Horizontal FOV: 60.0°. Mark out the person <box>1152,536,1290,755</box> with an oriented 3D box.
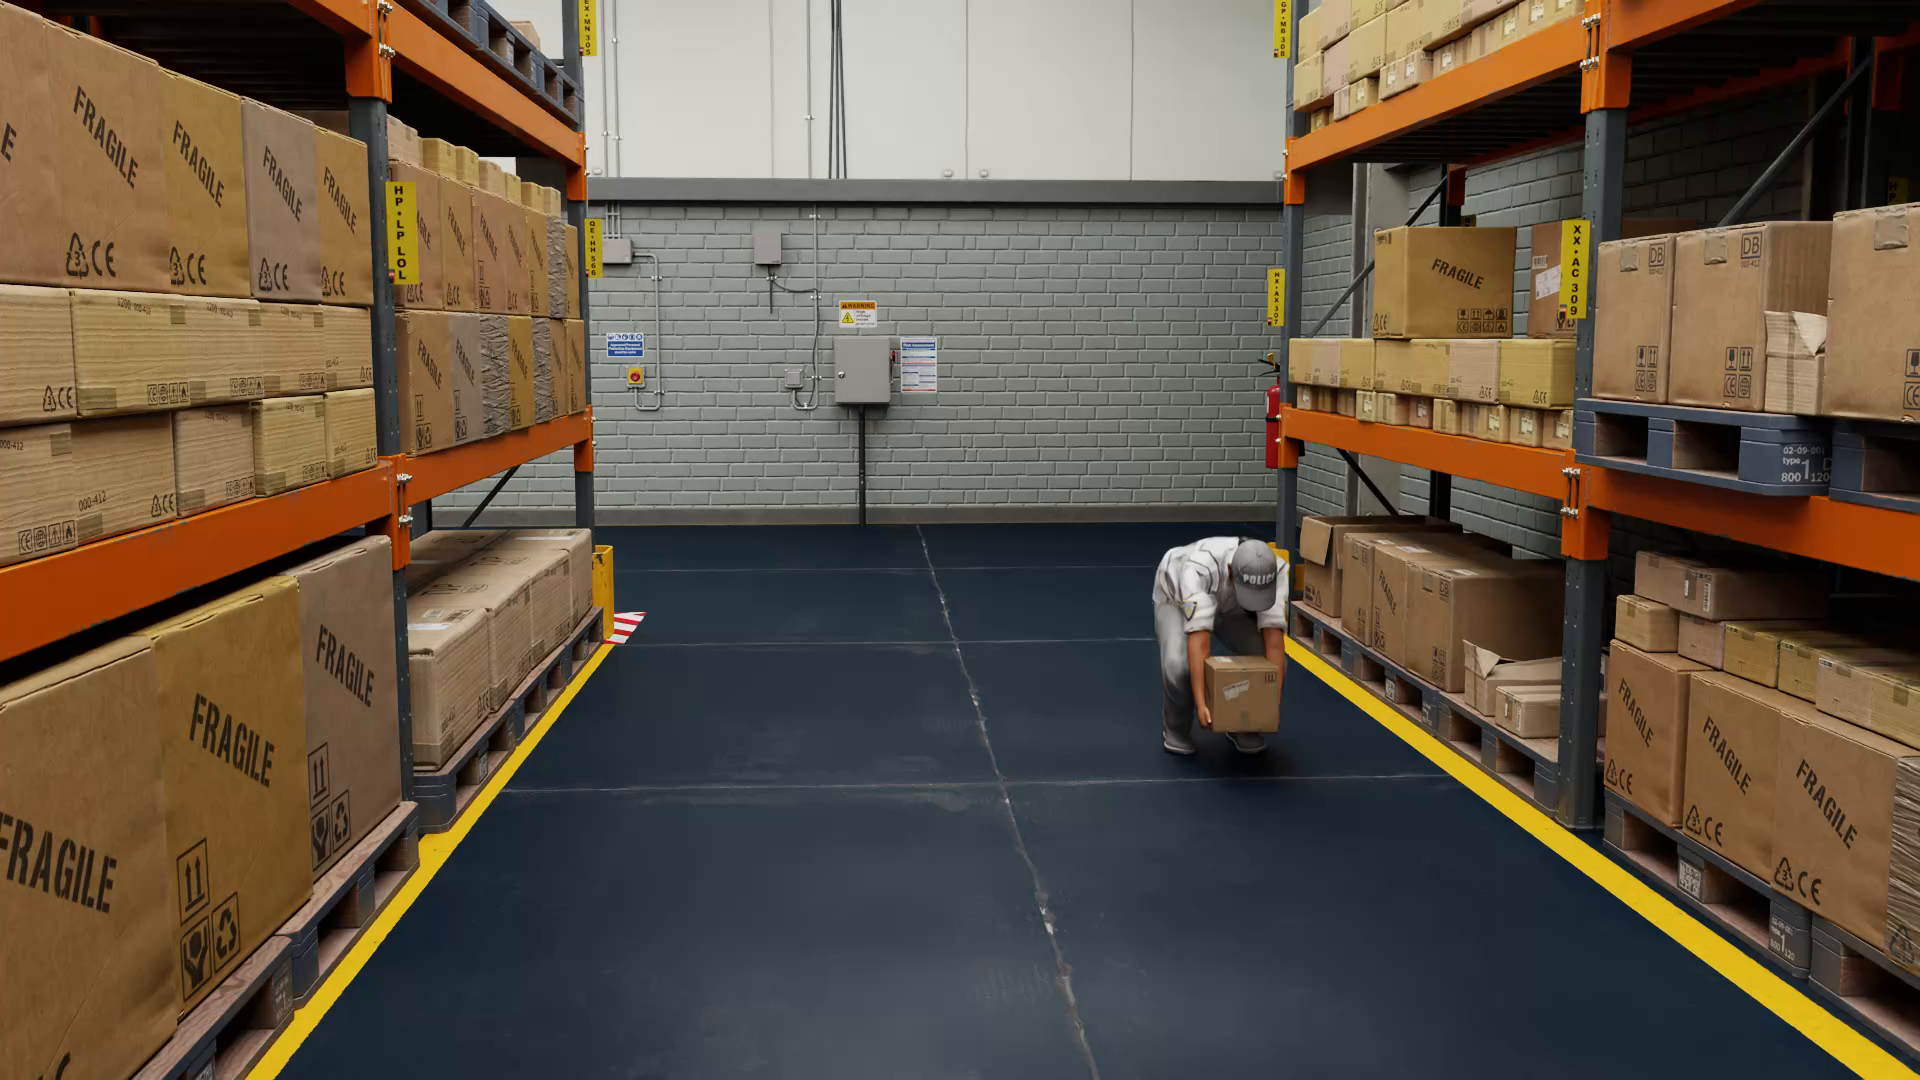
[{"bbox_3d":[1.074,0.423,6.788,0.521,0.943,0.921,-1,7,-6],"label":"person"}]
